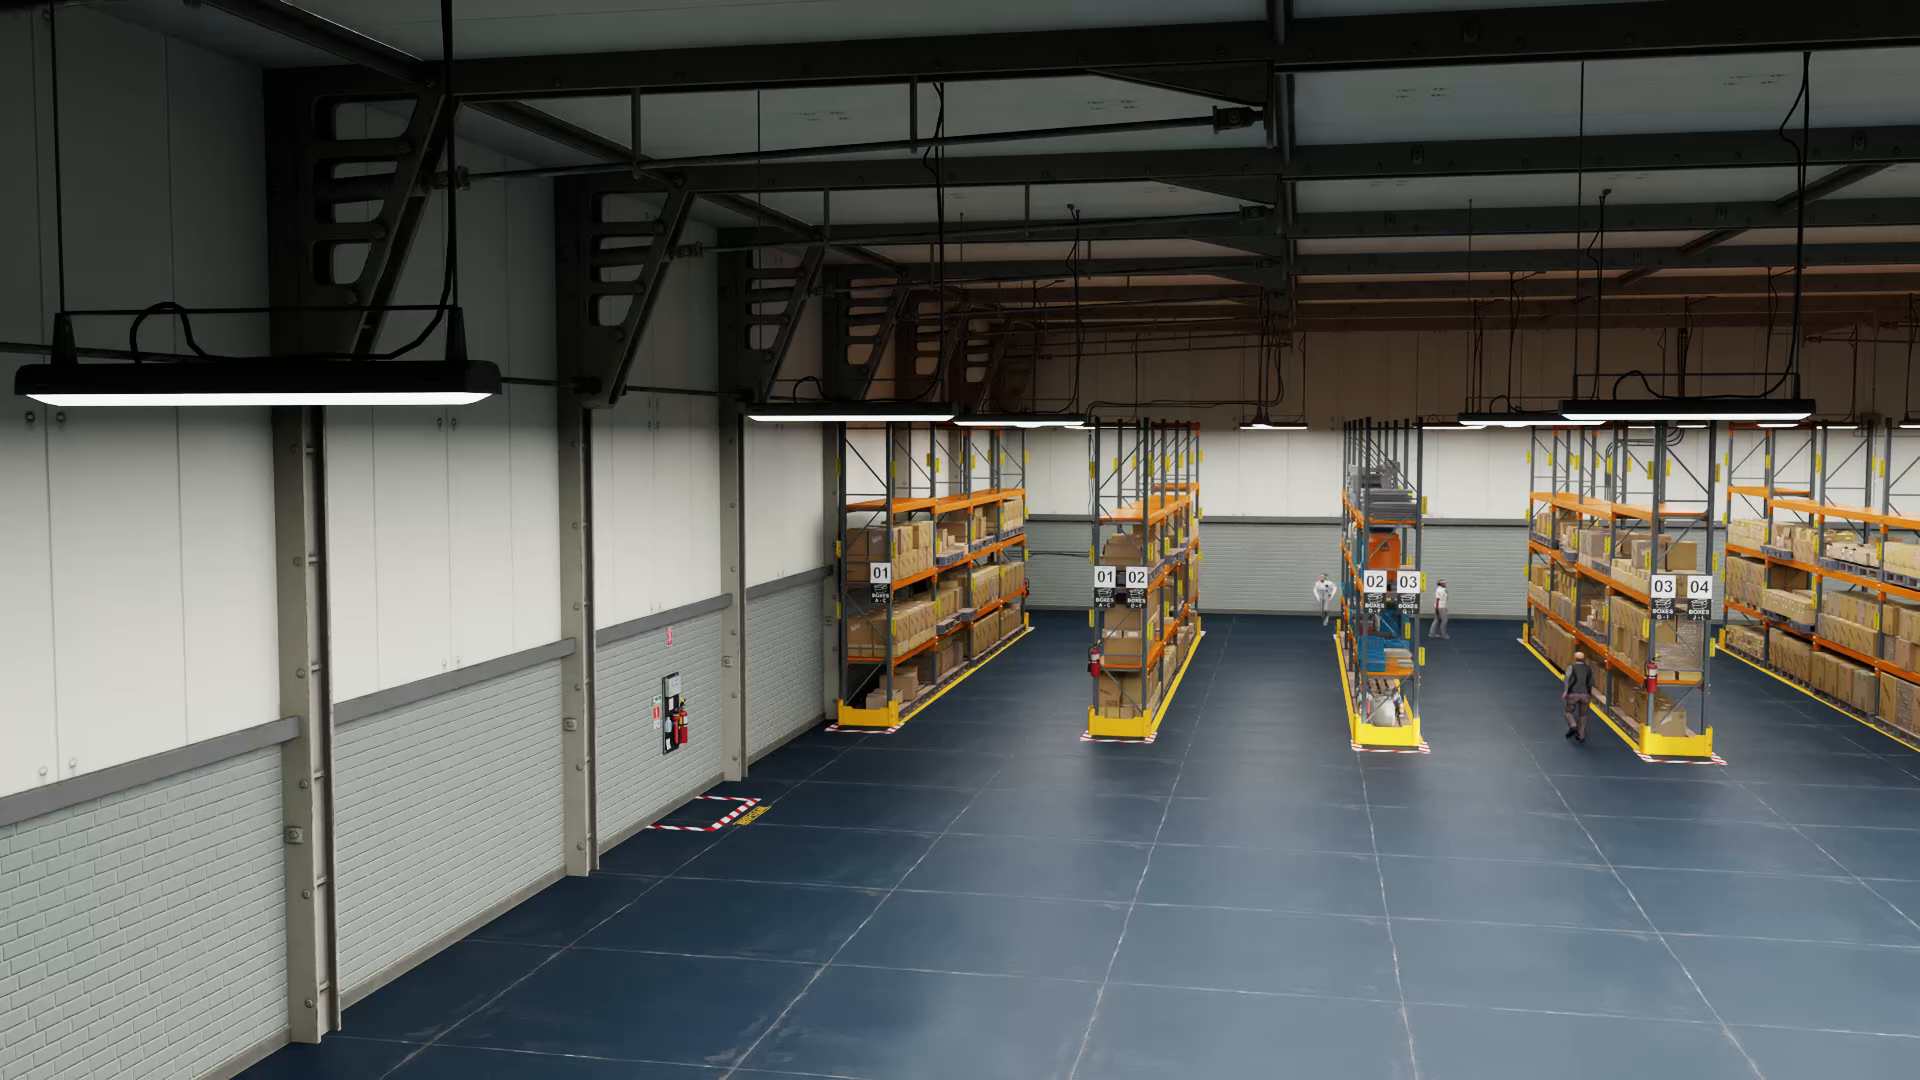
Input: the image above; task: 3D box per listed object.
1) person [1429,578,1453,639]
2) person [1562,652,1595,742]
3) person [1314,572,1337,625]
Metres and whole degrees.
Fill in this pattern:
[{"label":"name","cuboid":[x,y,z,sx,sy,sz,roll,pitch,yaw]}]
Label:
[{"label":"person","cuboid":[13.370,1.908,46.186,0.638,1.696,0.490,1,4,17]},{"label":"person","cuboid":[11.535,2.909,31.010,0.600,1.615,0.745,1,4,14]},{"label":"person","cuboid":[10.812,1.737,49.202,0.662,1.599,0.689,2,4,24]}]
